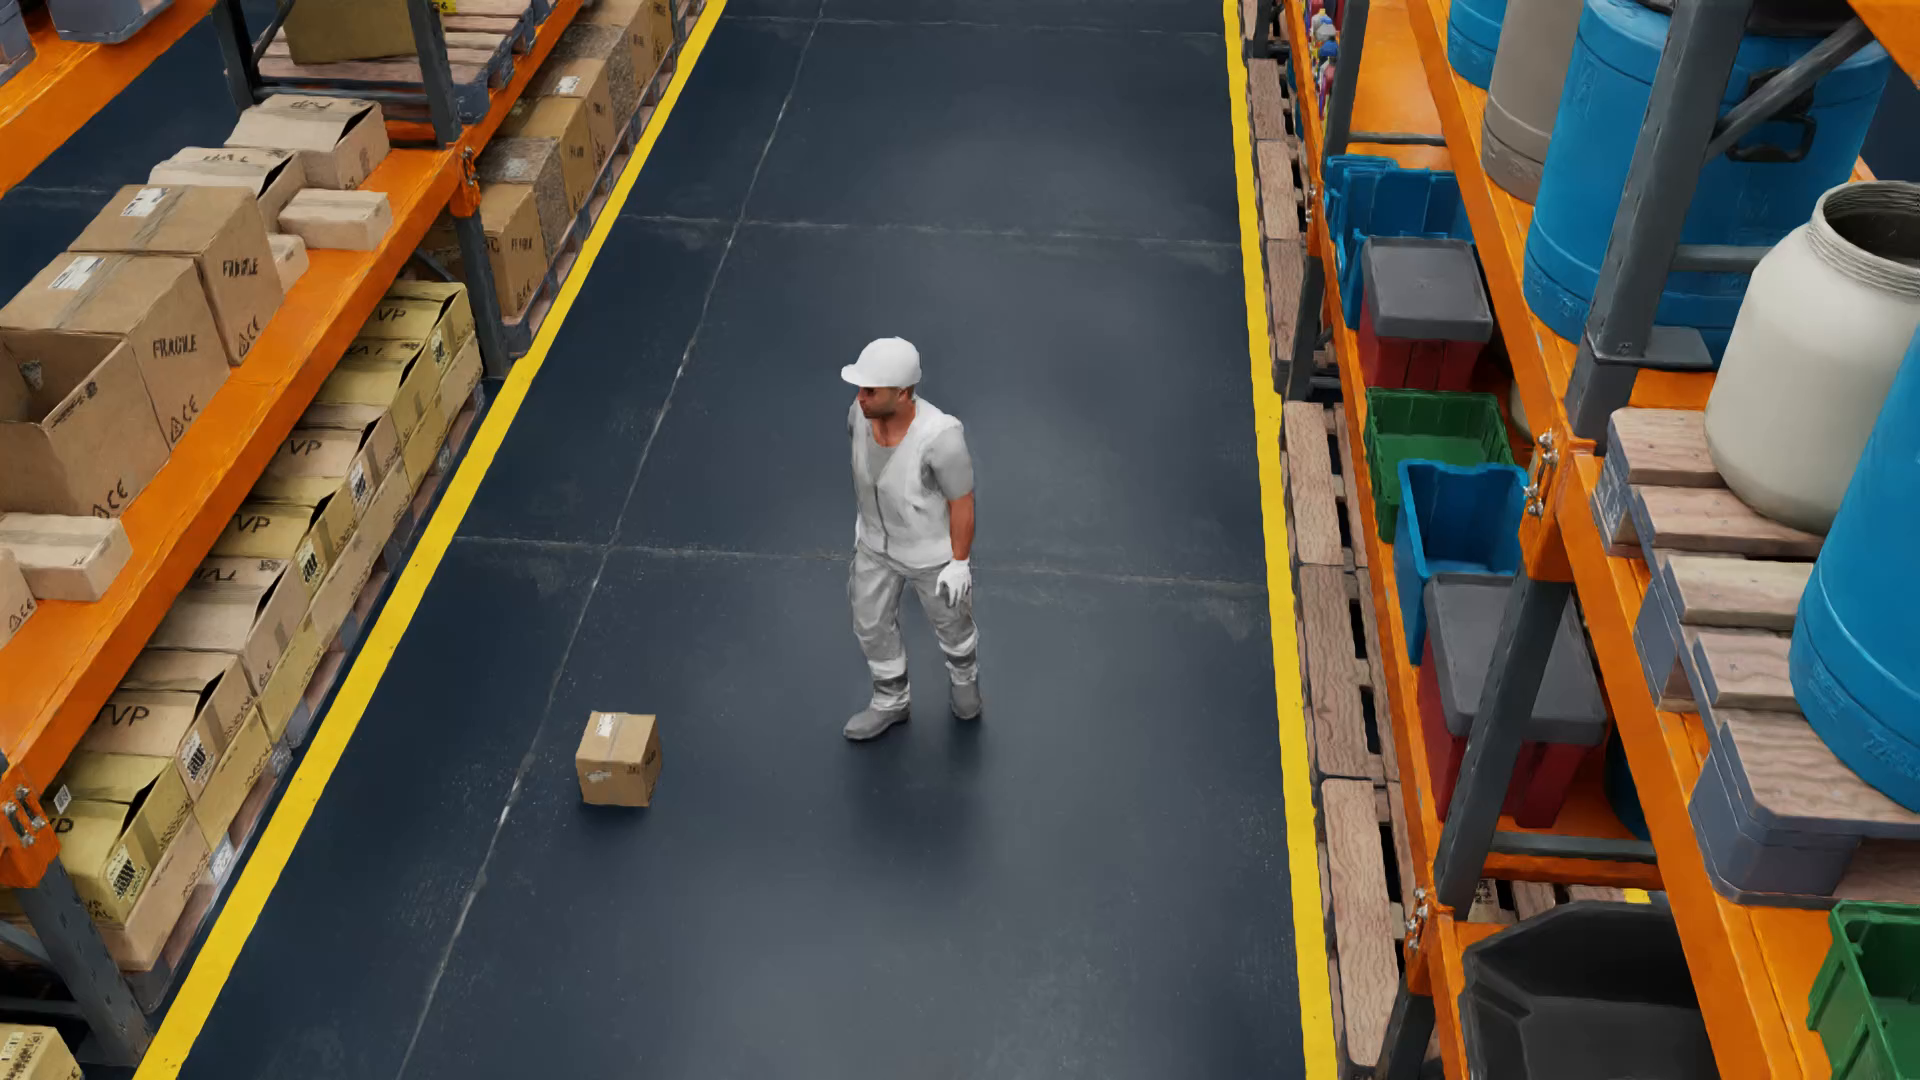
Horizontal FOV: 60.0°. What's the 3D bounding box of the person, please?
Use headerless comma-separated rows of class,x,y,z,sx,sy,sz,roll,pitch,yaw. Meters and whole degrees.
person,-0.174,0.006,6.132,0.566,1.781,0.585,24,45,26
